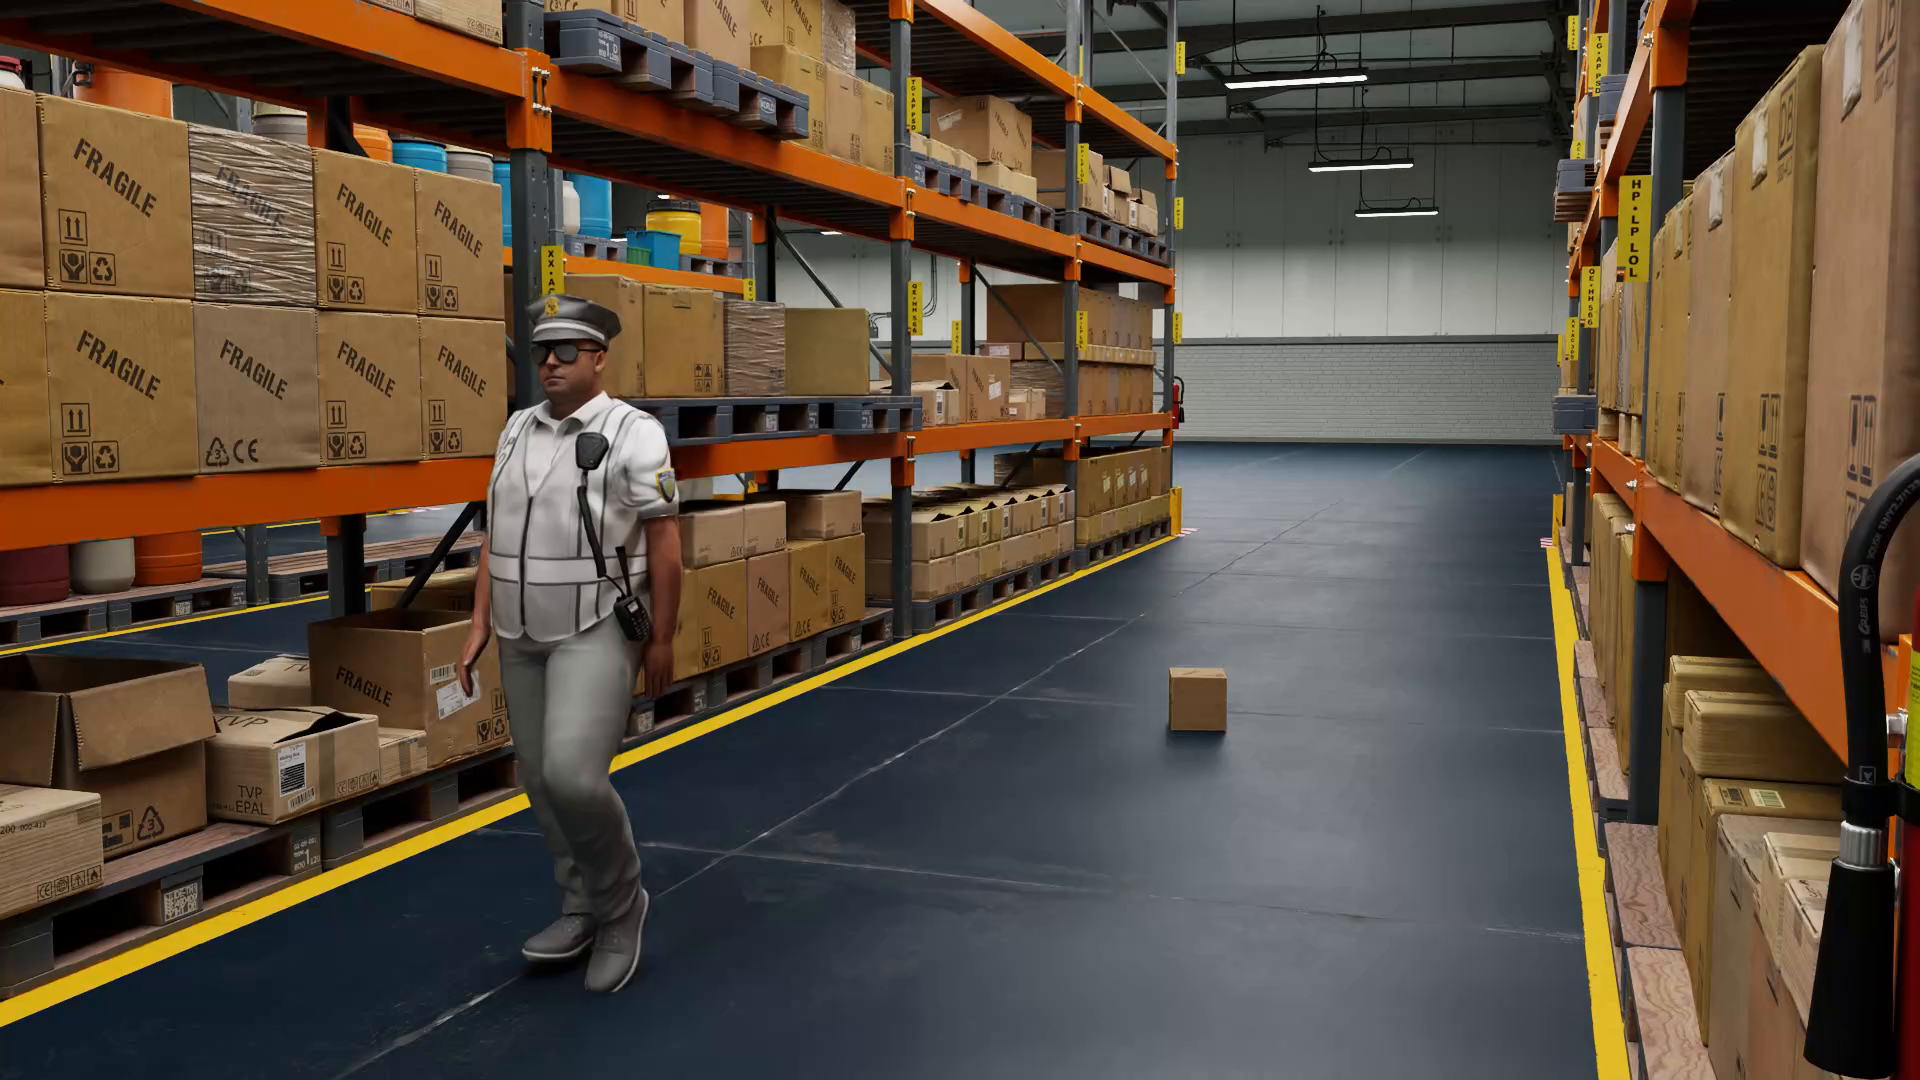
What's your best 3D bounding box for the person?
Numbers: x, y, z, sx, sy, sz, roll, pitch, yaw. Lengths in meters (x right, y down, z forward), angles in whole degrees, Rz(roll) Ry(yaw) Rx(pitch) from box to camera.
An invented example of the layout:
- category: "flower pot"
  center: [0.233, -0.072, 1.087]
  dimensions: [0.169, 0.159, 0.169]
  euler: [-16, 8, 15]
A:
- category: "person"
  center: [-1.043, 0.272, 4.351]
  dimensions: [0.544, 1.820, 0.479]
  euler: [2, 6, 24]
